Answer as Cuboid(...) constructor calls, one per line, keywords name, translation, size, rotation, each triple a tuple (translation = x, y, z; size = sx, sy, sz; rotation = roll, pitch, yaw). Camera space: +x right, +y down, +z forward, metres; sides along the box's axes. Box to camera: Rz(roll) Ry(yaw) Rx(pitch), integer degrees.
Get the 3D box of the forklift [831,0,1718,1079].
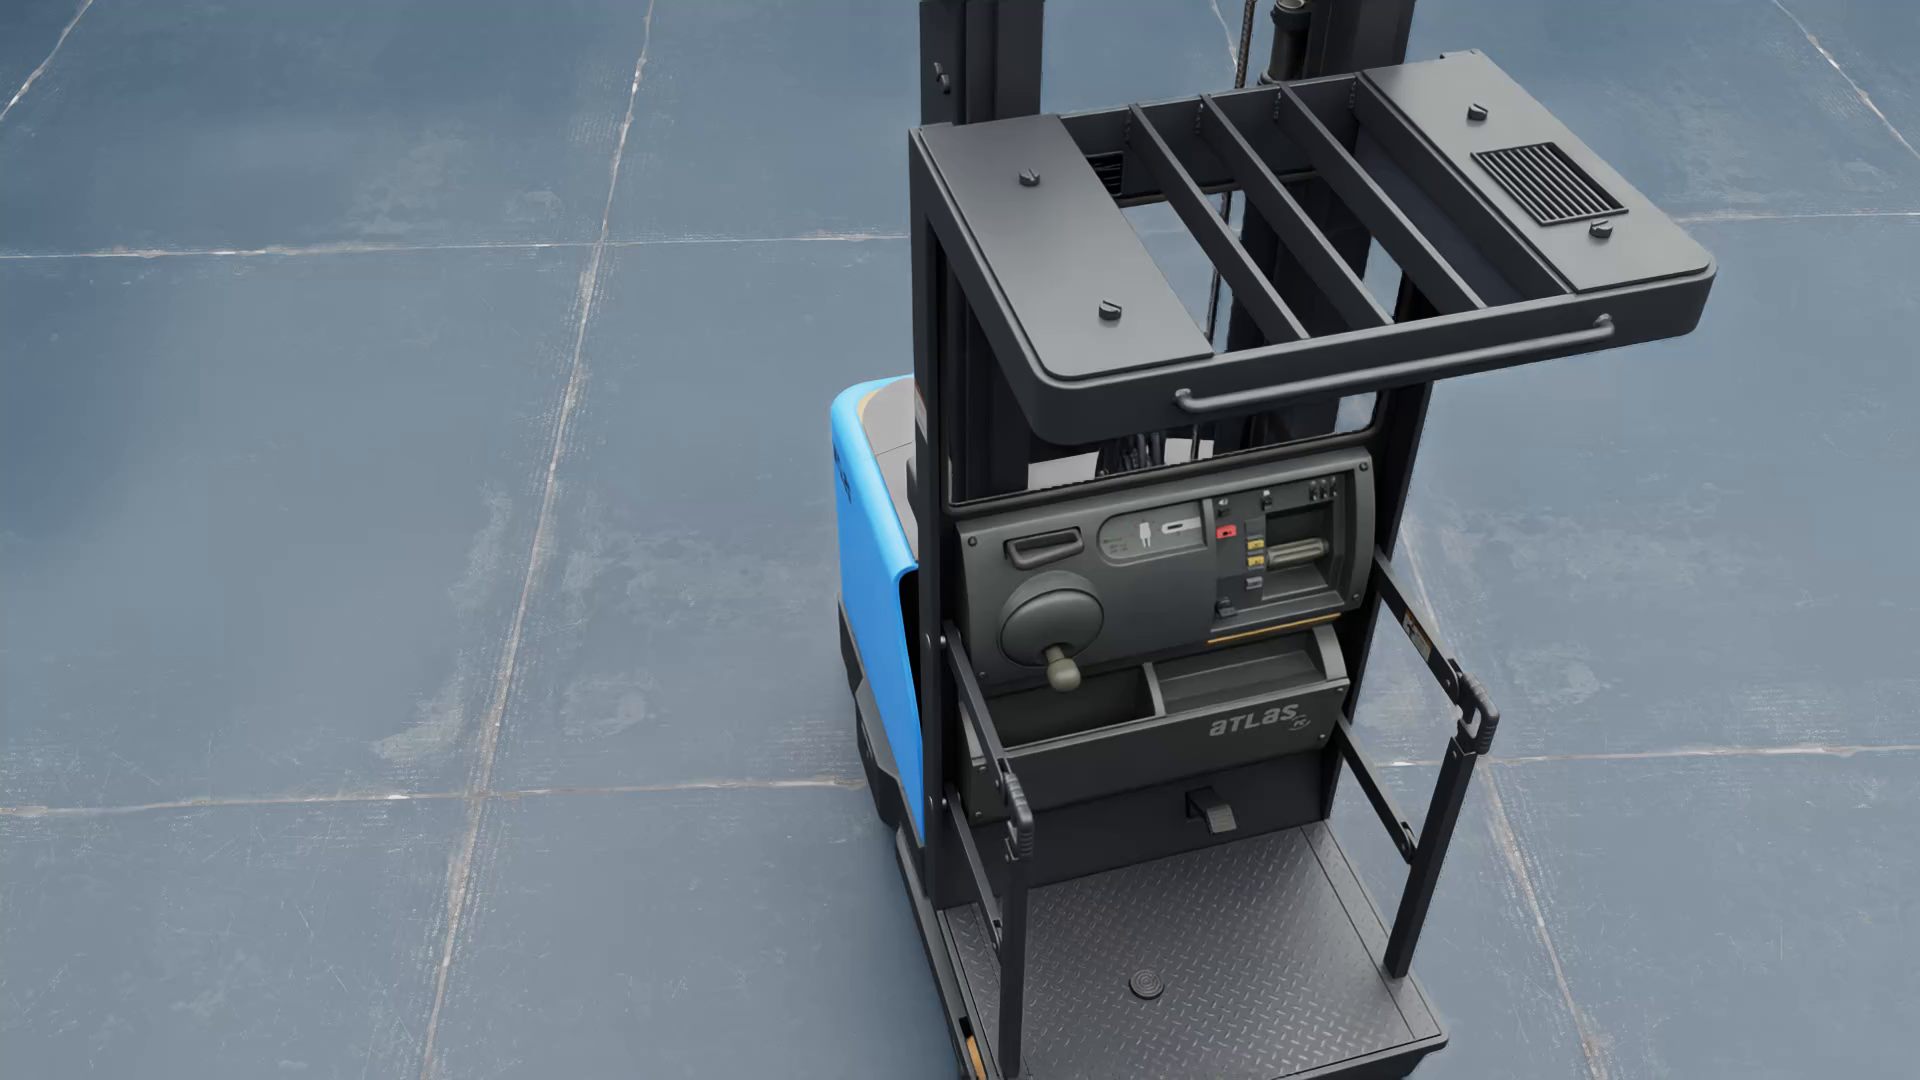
Cuboid(name="forklift", translation=(0.516, 0.153, 3.414), size=(1.130, 2.935, 3.031), rotation=(-11, 44, -12))
